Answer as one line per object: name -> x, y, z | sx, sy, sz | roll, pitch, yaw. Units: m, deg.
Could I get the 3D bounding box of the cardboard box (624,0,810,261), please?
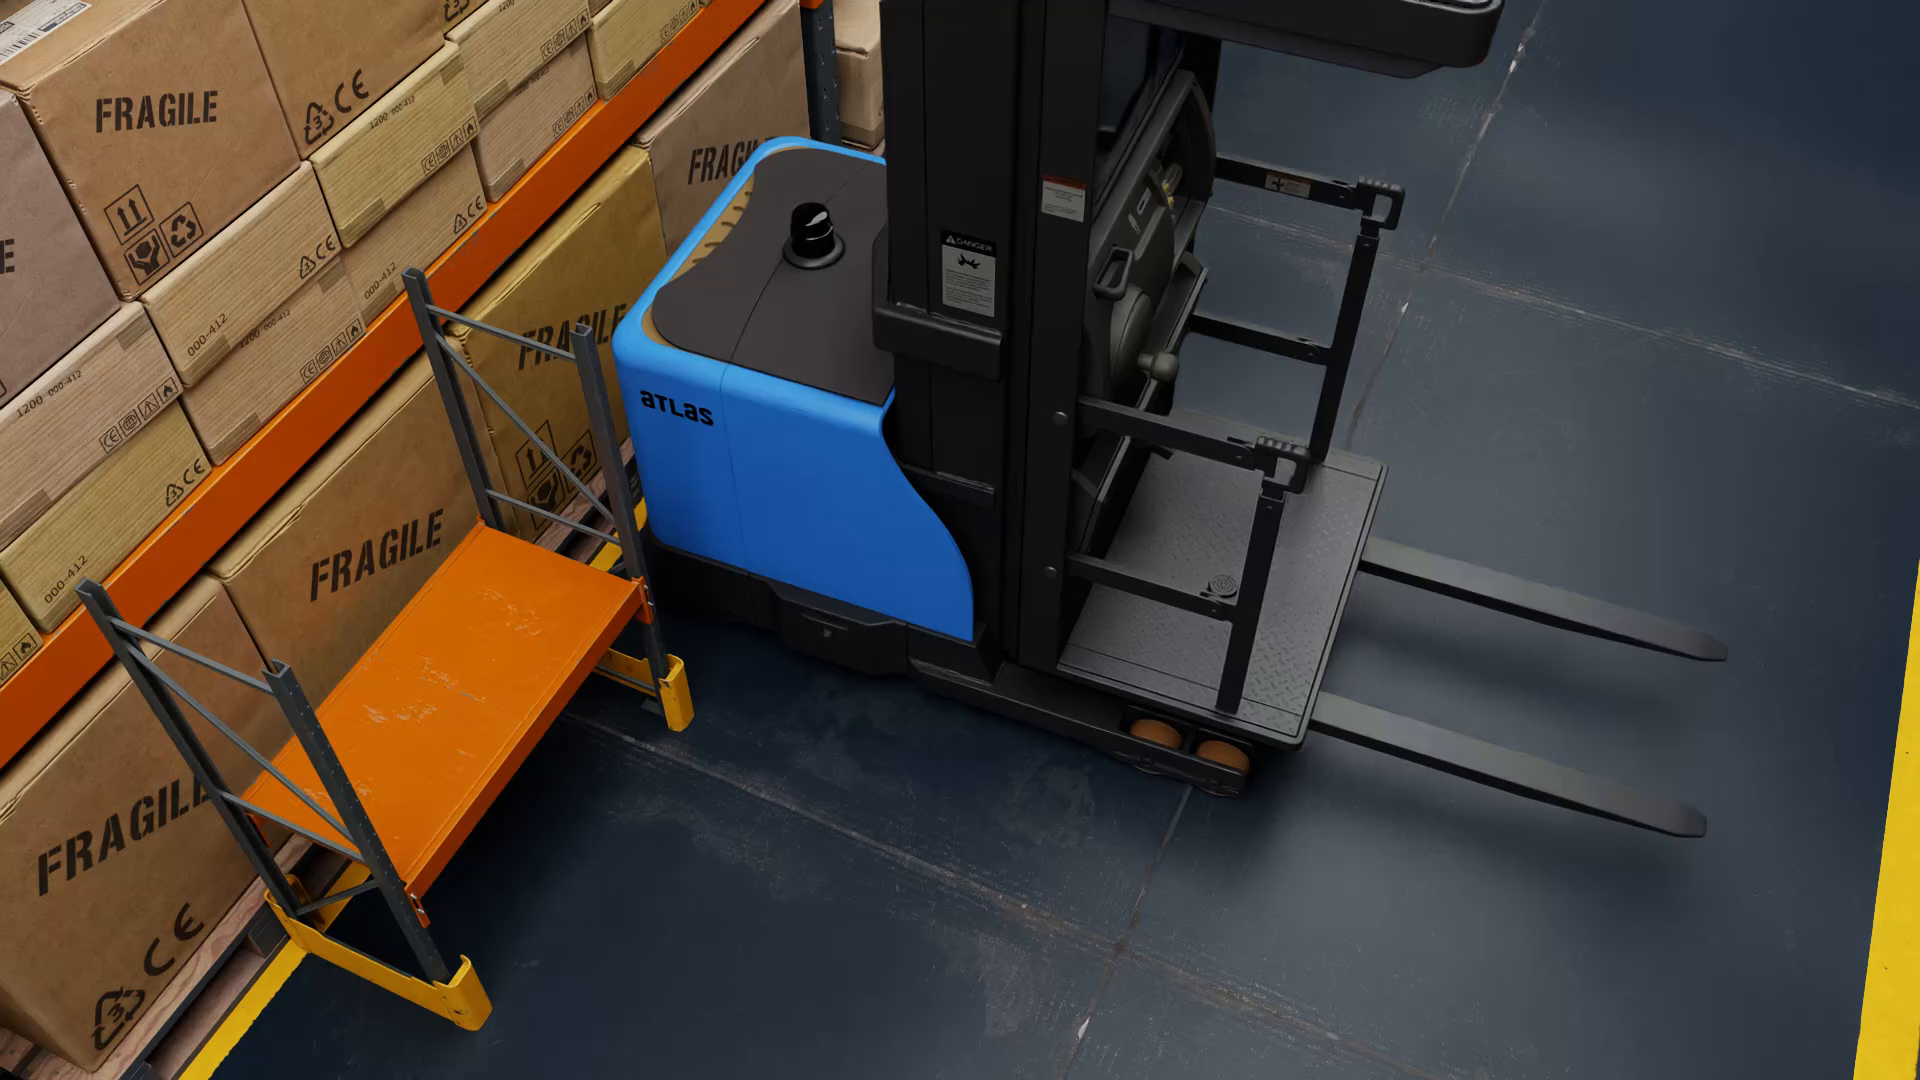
cardboard box -> -1.098, -1.318, 5.522 | 0.875, 0.875, 0.875 | 21, 53, 17

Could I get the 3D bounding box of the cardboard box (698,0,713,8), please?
cardboard box -> -0.869, -1.884, 4.982 | 0.500, 0.250, 0.500 | 19, 52, 15

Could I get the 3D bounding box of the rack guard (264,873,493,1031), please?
rack guard -> -1.466, 1.041, 4.200 | 0.587, 0.250, 0.087 | 20, 52, 16

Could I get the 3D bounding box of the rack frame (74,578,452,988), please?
rack frame -> -1.475, 0.649, 3.713 | 0.500, 1.500, 0.032 | 20, 52, 16

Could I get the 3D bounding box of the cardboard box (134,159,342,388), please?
cardboard box -> -1.728, -0.646, 3.600 | 0.500, 0.250, 0.500 | 20, 52, 16

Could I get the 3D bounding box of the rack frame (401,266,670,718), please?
rack frame -> -1.046, -0.053, 4.310 | 0.500, 1.500, 0.032 | 20, 52, 16

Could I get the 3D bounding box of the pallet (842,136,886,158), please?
pallet -> -0.510, -1.918, 6.744 | 1.003, 0.211, 1.213 | 20, 52, 16

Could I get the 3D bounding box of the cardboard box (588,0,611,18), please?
cardboard box -> -1.081, -1.708, 4.504 | 0.500, 0.250, 0.500 | 21, 53, 17

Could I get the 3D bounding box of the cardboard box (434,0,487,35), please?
cardboard box -> -1.318, -1.590, 3.911 | 0.500, 0.500, 0.500 | 21, 53, 17

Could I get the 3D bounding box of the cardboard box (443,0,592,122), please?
cardboard box -> -1.296, -1.349, 4.199 | 0.500, 0.250, 0.500 | 21, 53, 17

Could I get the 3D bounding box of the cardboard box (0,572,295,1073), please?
cardboard box -> -2.244, 0.534, 3.945 | 0.875, 0.875, 0.875 | 19, 52, 16

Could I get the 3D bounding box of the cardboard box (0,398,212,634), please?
cardboard box -> -1.974, -0.135, 3.494 | 0.500, 0.250, 0.500 | 18, 52, 15

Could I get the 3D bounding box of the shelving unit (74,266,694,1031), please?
shelving unit -> -1.256, 0.292, 4.017 | 0.587, 1.500, 1.083 | 20, 52, 16

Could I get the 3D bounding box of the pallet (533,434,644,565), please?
pallet -> -1.687, -0.021, 5.129 | 1.003, 0.211, 1.213 | 20, 52, 16

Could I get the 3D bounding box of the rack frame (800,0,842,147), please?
rack frame -> -0.905, -2.324, 5.258 | 1.000, 3.000, 0.127 | 20, 52, 16

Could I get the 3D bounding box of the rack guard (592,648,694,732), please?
rack guard -> -1.046, 0.353, 4.785 | 0.587, 0.250, 0.087 | 20, 52, 16

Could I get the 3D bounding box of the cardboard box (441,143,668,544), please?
cardboard box -> -1.477, -0.694, 4.990 | 0.875, 0.875, 0.875 | 21, 53, 17

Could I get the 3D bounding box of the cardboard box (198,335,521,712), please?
cardboard box -> -1.859, -0.078, 4.467 | 0.875, 0.875, 0.875 | 20, 53, 17

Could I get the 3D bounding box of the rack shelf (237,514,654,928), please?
rack shelf -> -1.260, 0.415, 4.148 | 0.538, 0.185, 1.000 | 20, 52, 16

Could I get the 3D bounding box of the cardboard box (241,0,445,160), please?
cardboard box -> -1.525, -1.228, 3.603 | 0.500, 0.500, 0.500 | 21, 53, 17

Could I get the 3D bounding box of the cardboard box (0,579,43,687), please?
cardboard box -> -2.178, 0.224, 3.188 | 0.500, 0.250, 0.500 | 19, 52, 15

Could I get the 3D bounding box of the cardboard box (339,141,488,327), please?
cardboard box -> -1.537, -0.836, 4.090 | 0.500, 0.250, 0.500 | 20, 52, 16

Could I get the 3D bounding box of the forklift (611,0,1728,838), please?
forklift -> 0.644, -0.699, 3.920 | 3.031, 2.935, 1.130 | 17, 52, 14

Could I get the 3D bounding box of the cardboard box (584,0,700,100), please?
cardboard box -> -1.088, -1.534, 4.684 | 0.500, 0.250, 0.500 | 19, 52, 16

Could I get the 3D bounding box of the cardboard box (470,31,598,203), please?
cardboard box -> -1.320, -1.193, 4.394 | 0.500, 0.250, 0.500 | 19, 52, 15

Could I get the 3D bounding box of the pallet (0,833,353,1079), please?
pallet -> -2.209, 0.816, 4.417 | 1.003, 0.211, 1.213 | 20, 52, 16

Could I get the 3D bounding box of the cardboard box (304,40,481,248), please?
cardboard box -> -1.500, -0.991, 3.894 | 0.500, 0.250, 0.500 | 21, 53, 17

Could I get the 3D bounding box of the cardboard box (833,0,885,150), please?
cardboard box -> -0.540, -2.027, 6.412 | 0.875, 0.438, 0.875 | 19, 52, 16

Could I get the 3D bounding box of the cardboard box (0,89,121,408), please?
cardboard box -> -1.979, -0.531, 3.010 | 0.500, 0.500, 0.500 | 20, 52, 16

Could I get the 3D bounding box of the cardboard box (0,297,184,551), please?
cardboard box -> -1.953, -0.307, 3.312 | 0.500, 0.250, 0.500 | 21, 53, 17

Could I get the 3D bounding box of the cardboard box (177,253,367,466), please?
cardboard box -> -1.745, -0.495, 3.800 | 0.500, 0.250, 0.500 | 21, 53, 17

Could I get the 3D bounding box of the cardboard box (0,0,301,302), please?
cardboard box -> -1.744, -0.882, 3.309 | 0.500, 0.500, 0.500 | 21, 53, 17
